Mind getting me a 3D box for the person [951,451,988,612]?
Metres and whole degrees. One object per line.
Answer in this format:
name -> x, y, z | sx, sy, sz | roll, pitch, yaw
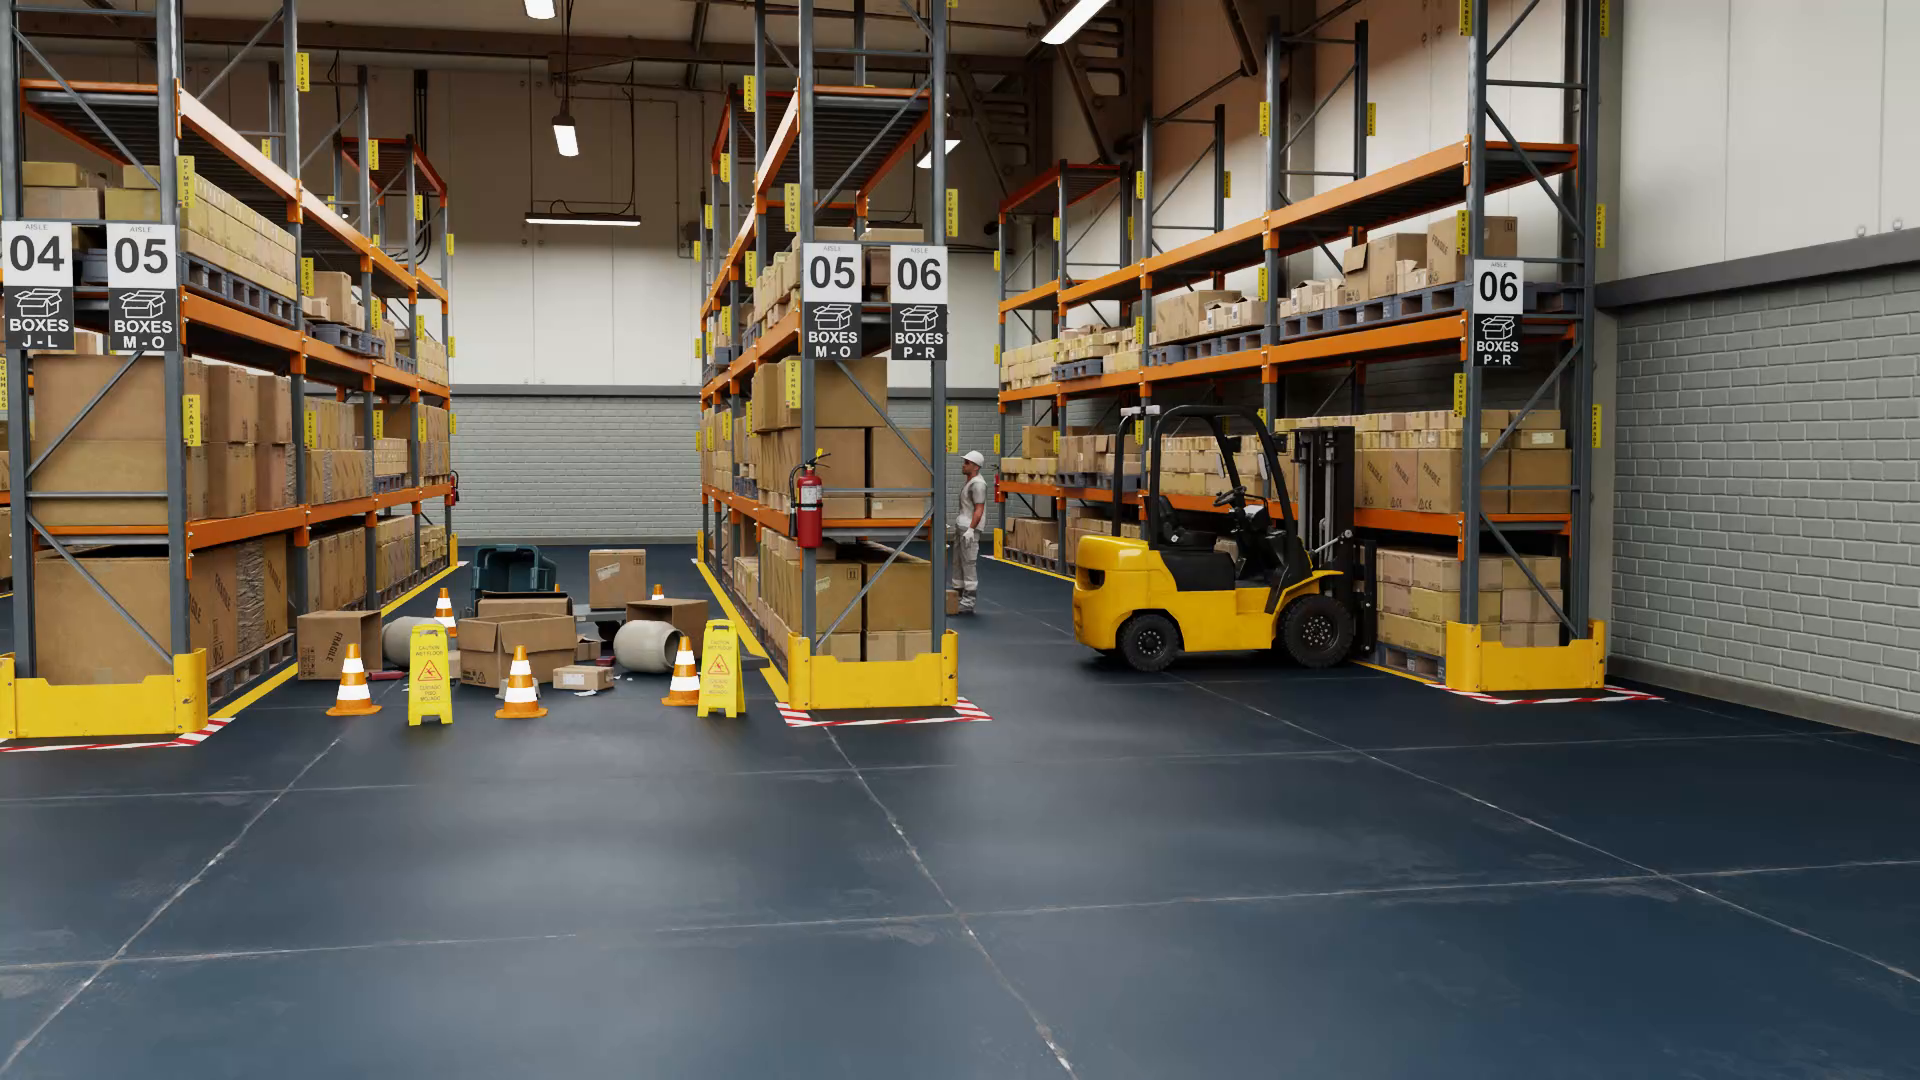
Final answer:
person -> 0.014, -0.093, 18.439 | 0.564, 1.787, 0.638 | -1, 3, -11
